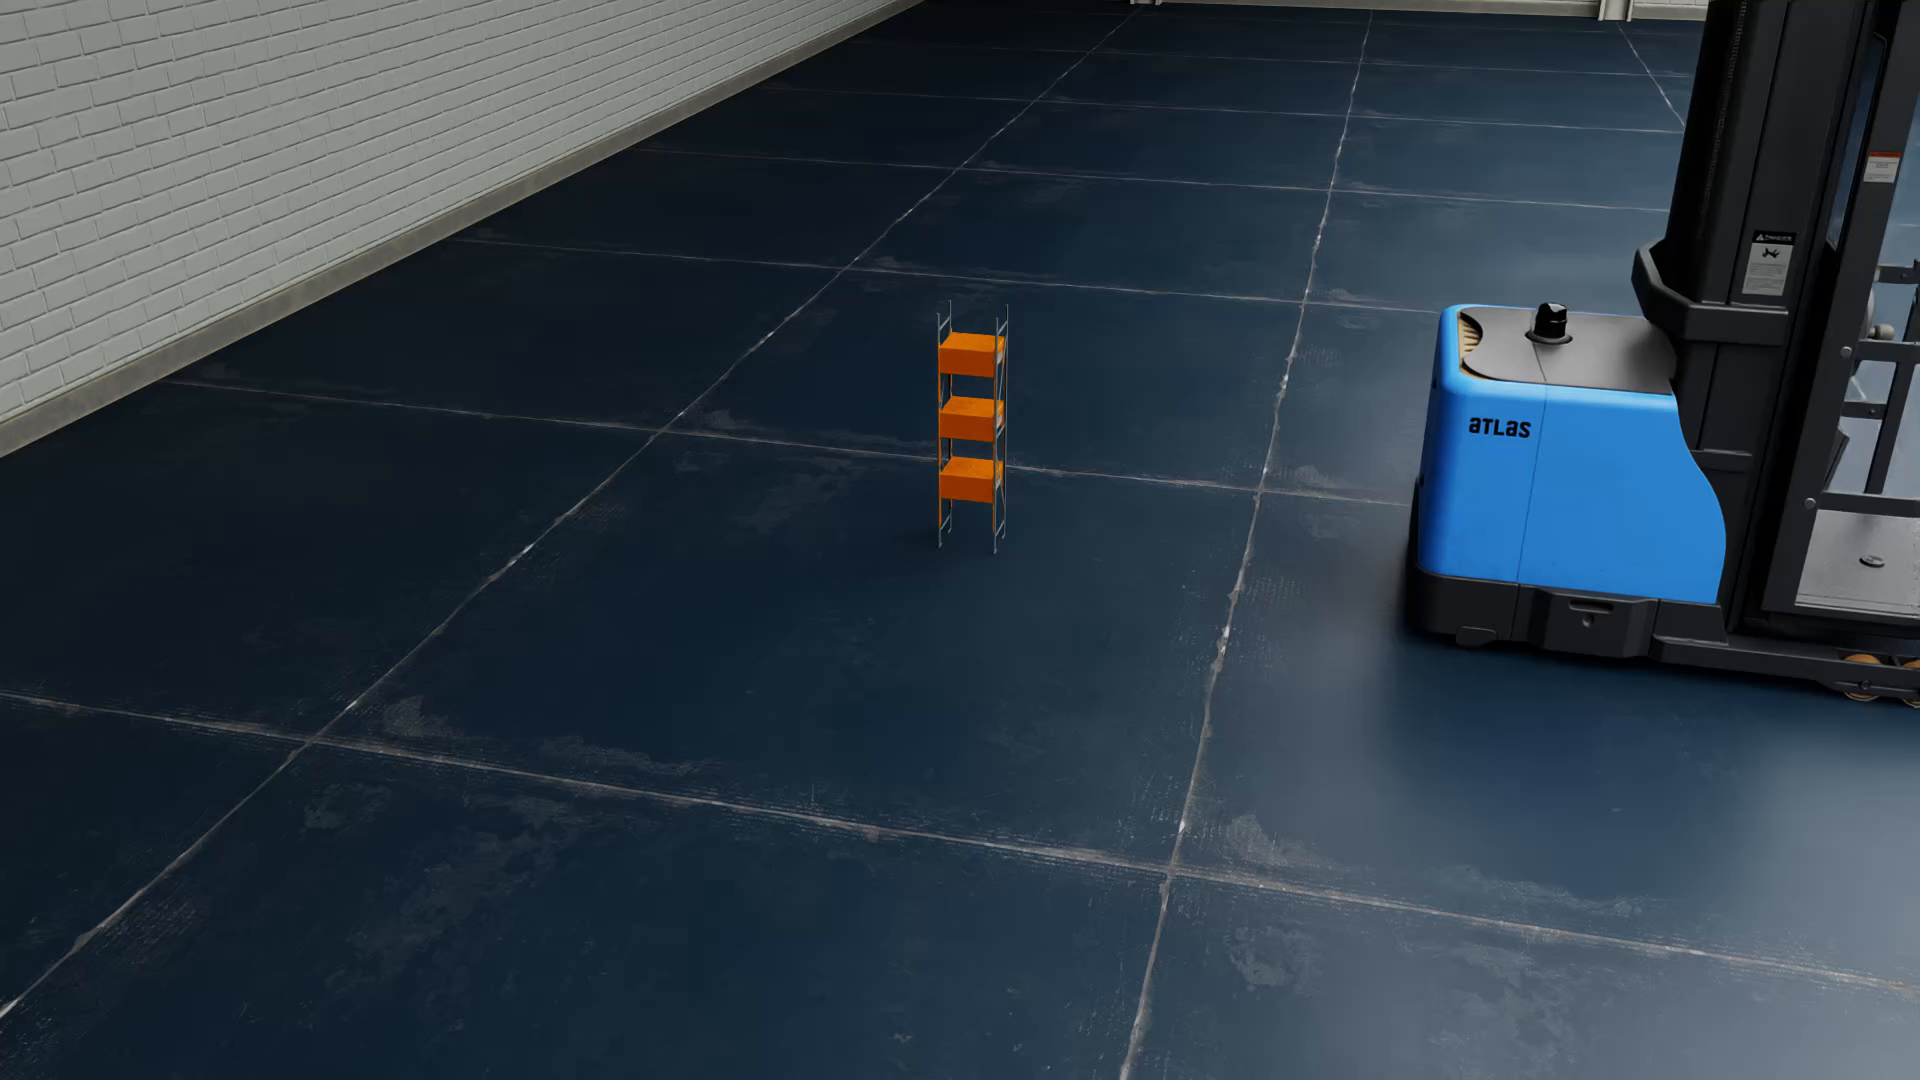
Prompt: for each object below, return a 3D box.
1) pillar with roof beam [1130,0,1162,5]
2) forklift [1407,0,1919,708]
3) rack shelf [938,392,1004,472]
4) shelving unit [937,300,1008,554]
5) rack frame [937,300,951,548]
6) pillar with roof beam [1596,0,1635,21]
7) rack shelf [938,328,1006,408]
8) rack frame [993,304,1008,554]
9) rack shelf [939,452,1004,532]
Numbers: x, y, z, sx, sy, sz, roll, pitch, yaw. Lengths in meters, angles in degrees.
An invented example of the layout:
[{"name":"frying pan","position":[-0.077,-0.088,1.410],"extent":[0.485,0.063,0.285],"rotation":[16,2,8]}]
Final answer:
[{"name":"pillar with roof beam","position":[1.450,-9.558,16.858],"extent":[0.400,9.000,9.100],"rotation":[6,26,13]},{"name":"forklift","position":[3.306,-0.973,5.883],"extent":[3.031,2.935,1.130],"rotation":[6,26,13]},{"name":"rack shelf","position":[0.052,-0.459,7.017],"extent":[0.240,0.259,0.215],"rotation":[6,26,13]},{"name":"shelving unit","position":[0.052,-0.468,7.012],"extent":[0.252,1.050,0.215],"rotation":[6,26,13]},{"name":"rack frame","position":[-0.066,-0.481,7.040],"extent":[0.008,1.050,0.200],"rotation":[6,26,13]},{"name":"pillar with roof beam","position":[7.261,-8.916,15.508],"extent":[0.400,9.000,9.100],"rotation":[6,26,13]},{"name":"rack shelf","position":[0.052,-0.715,6.895],"extent":[0.240,0.259,0.215],"rotation":[6,26,13]},{"name":"rack frame","position":[0.170,-0.455,6.985],"extent":[0.008,1.050,0.200],"rotation":[6,26,13]},{"name":"rack shelf","position":[0.052,-0.208,7.136],"extent":[0.240,0.259,0.215],"rotation":[6,26,13]}]
